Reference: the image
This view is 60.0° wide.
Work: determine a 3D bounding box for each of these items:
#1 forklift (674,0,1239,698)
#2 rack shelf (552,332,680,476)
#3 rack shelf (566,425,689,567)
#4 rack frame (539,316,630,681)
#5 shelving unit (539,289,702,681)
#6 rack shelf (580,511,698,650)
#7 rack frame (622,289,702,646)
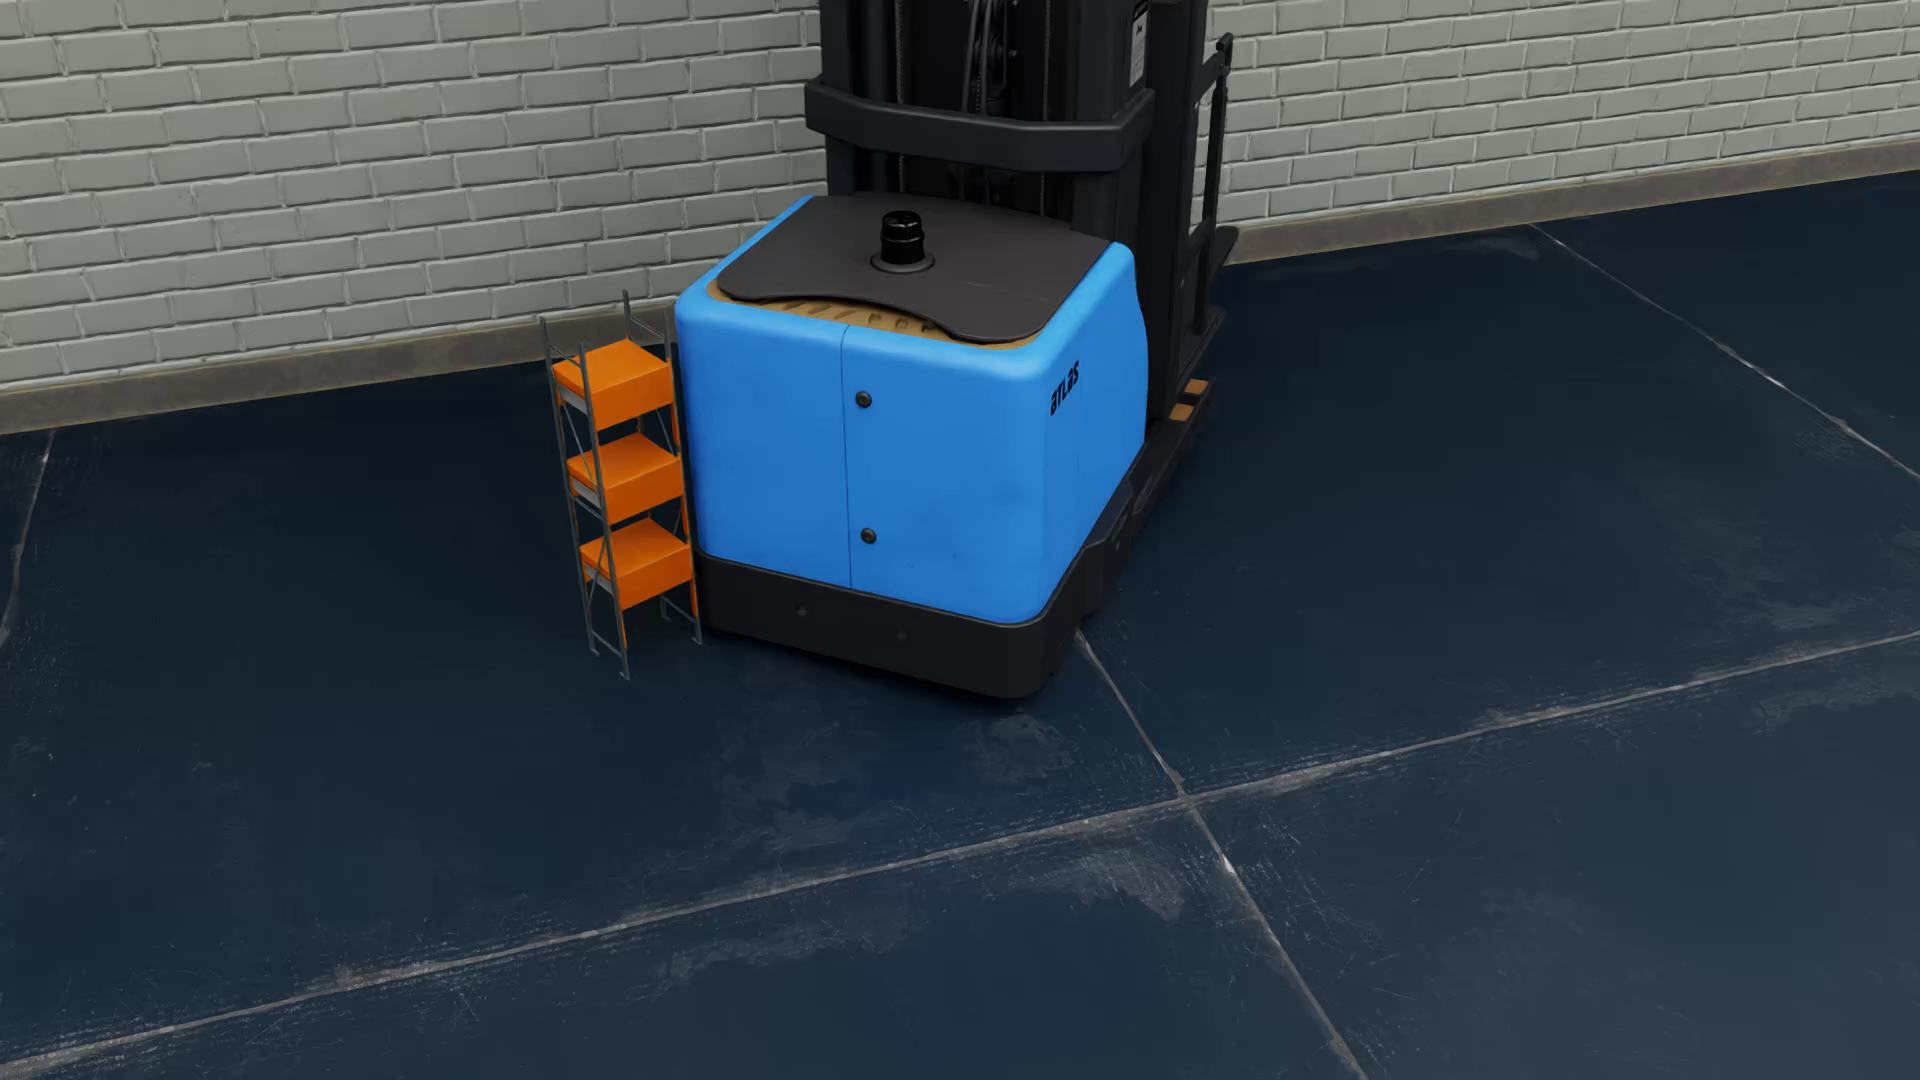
[{"bbox_3d":[0.261,-1.601,5.014,1.130,2.935,3.031,12,35,18],"label":"forklift"},{"bbox_3d":[-0.902,-0.358,4.343,0.240,0.259,0.215,-26,42,-34],"label":"rack shelf"},{"bbox_3d":[-0.902,-0.121,4.500,0.240,0.259,0.215,-26,42,-34],"label":"rack shelf"},{"bbox_3d":[-0.993,-0.085,4.426,0.008,1.050,0.200,-26,42,-34],"label":"rack frame"},{"bbox_3d":[-0.902,-0.130,4.494,0.252,1.050,0.215,-26,42,-34],"label":"shelving unit"},{"bbox_3d":[-0.902,0.111,4.653,0.240,0.259,0.215,-26,42,-34],"label":"rack shelf"},{"bbox_3d":[-0.812,-0.175,4.562,0.008,1.050,0.200,-26,42,-34],"label":"rack frame"}]
